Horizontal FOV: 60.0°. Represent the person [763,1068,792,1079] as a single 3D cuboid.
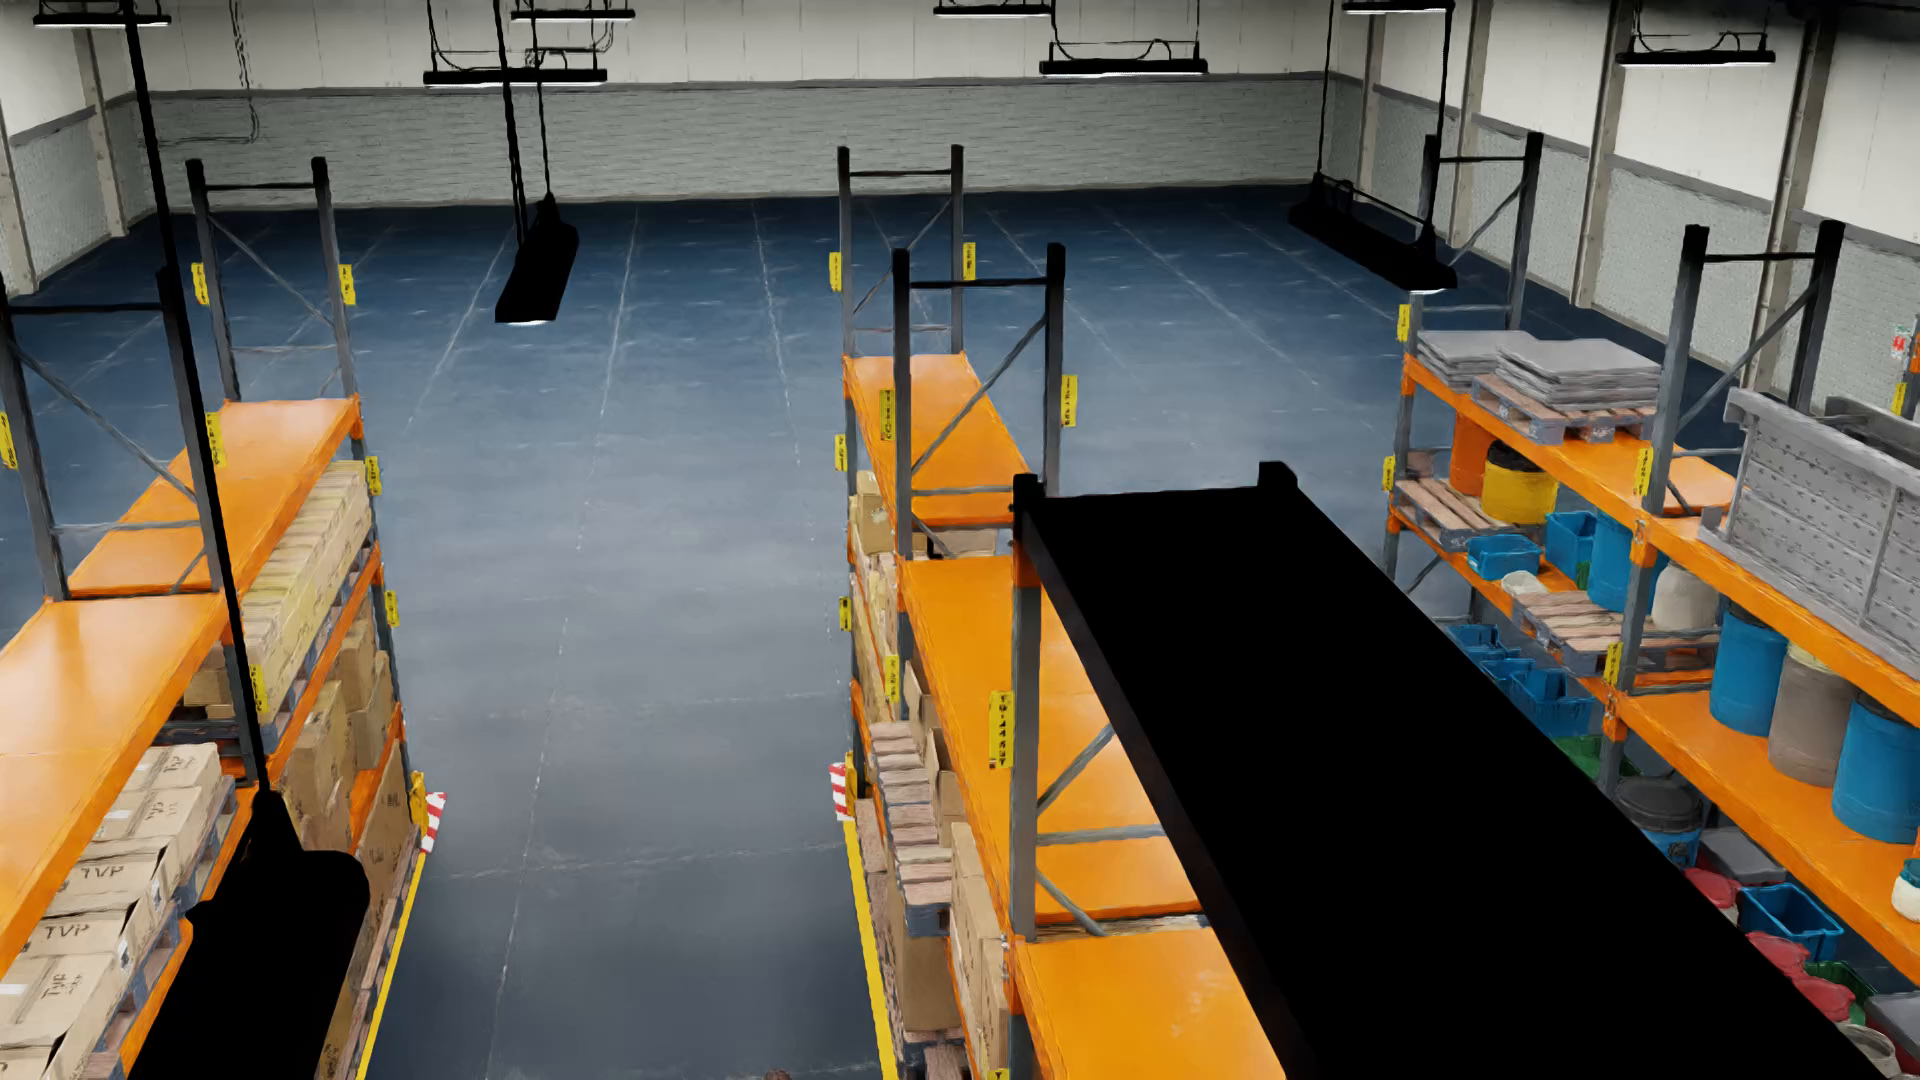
[{"bbox_3d":[-1.079,3.816,9.761,0.453,1.583,0.979,-4,22,-9],"label":"person"}]
